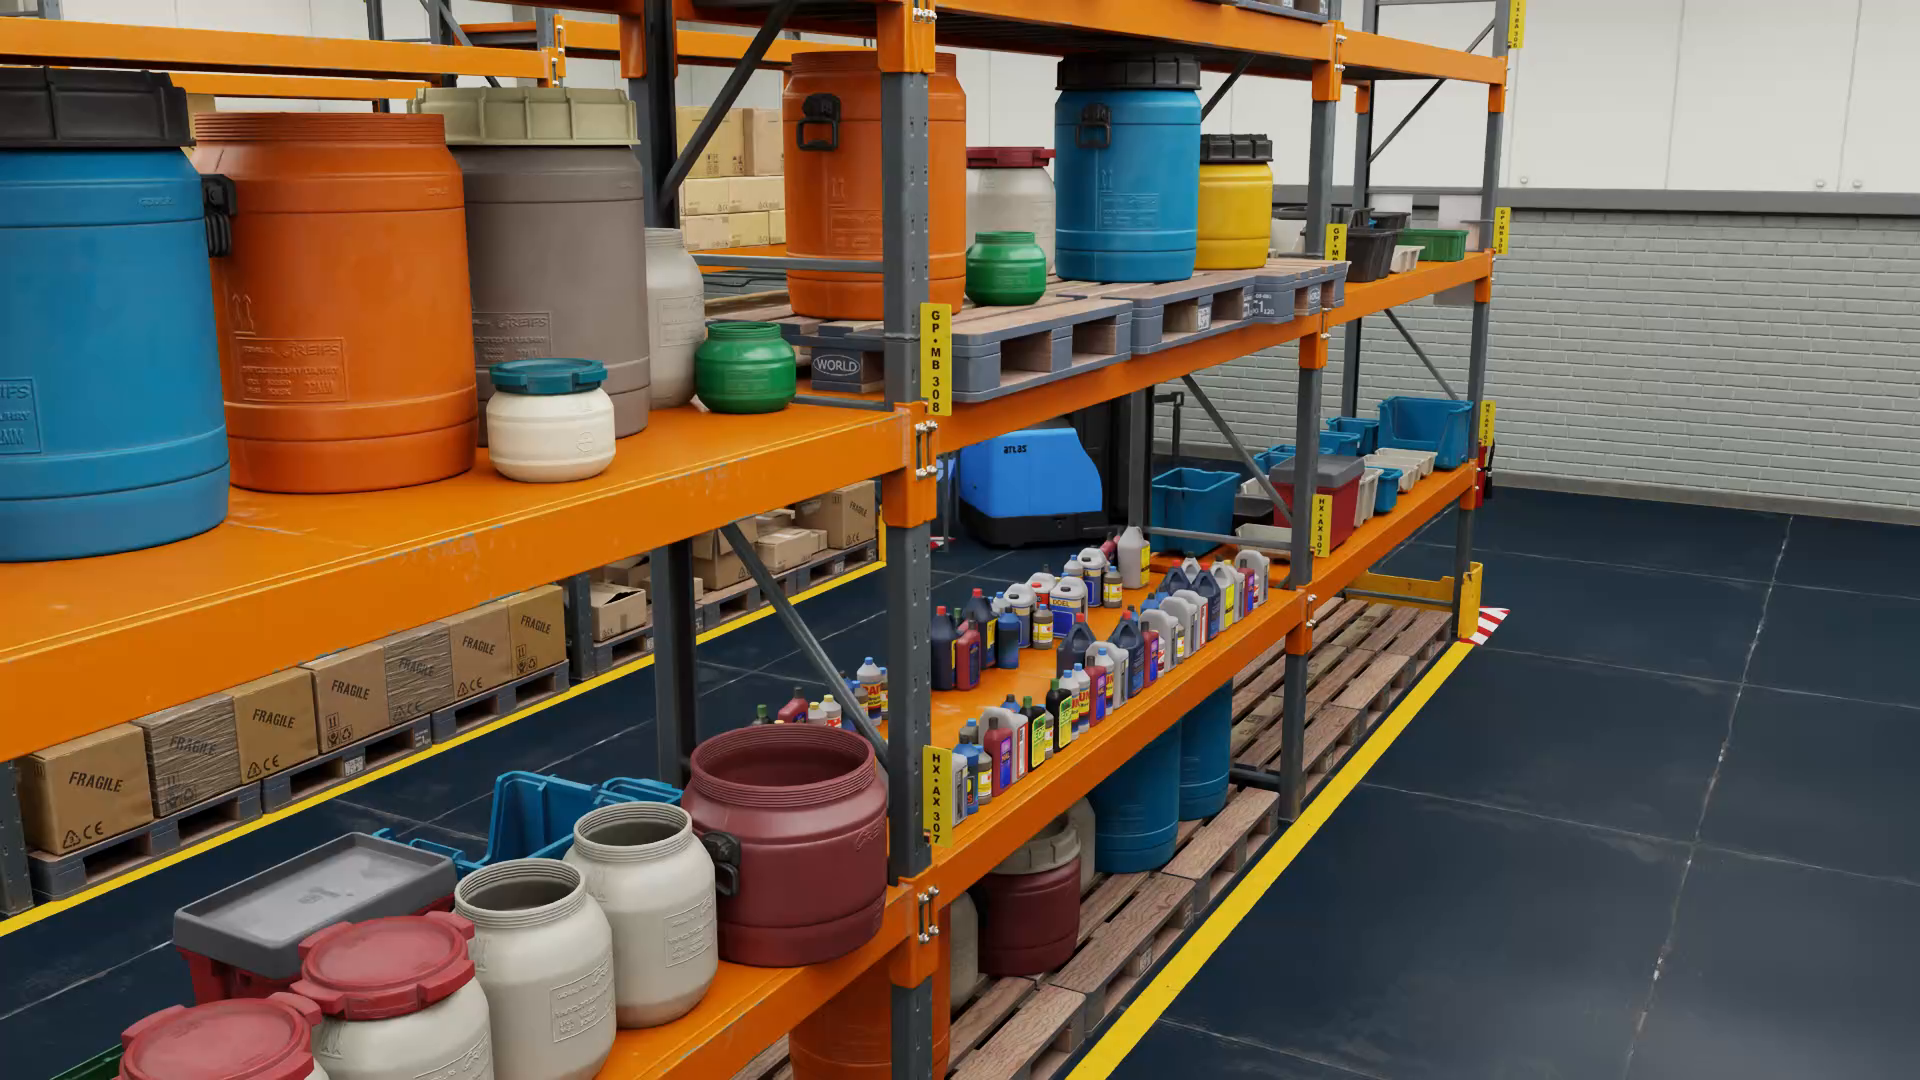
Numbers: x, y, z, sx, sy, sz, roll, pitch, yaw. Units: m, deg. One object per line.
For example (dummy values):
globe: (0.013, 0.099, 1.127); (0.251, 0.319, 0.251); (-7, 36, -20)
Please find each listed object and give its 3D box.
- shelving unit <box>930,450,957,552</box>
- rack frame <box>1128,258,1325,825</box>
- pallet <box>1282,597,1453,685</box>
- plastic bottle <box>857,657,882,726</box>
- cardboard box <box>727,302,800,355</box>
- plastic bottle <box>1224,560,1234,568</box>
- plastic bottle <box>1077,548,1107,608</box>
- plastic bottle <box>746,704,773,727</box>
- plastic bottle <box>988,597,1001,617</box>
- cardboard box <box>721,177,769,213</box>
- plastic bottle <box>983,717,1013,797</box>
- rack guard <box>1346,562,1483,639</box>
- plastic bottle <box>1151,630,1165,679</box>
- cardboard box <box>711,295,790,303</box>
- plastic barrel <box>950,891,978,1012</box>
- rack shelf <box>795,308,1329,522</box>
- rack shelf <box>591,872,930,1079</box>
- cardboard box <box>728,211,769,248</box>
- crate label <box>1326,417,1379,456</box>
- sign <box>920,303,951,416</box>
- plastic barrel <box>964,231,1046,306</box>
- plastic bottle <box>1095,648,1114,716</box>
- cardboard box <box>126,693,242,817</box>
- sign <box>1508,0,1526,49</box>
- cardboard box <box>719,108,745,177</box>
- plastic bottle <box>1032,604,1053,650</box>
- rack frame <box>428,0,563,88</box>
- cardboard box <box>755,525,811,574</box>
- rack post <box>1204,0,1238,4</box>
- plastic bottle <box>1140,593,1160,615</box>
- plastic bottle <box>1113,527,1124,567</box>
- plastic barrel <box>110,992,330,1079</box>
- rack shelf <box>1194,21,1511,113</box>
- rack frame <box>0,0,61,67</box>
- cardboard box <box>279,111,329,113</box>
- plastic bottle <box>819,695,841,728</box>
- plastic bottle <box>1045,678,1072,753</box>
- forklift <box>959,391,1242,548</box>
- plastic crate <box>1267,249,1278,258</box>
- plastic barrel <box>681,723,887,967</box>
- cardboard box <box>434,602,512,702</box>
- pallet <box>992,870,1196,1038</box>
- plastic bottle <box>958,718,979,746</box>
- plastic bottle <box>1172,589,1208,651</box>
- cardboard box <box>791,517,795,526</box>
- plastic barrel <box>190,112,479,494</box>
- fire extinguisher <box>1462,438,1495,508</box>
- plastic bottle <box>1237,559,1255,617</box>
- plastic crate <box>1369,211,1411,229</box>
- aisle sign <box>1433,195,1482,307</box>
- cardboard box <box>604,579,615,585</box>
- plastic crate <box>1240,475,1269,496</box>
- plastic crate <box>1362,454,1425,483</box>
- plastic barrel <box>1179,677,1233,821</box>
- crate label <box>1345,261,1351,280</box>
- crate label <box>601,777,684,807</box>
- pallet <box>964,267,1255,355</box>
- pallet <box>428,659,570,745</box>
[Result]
shelving unit: (-0.323, -0.746, 15.142); (0.538, 1.500, 1.048); (1, 14, 3)
rack frame: (1.378, -0.001, 8.855); (1.000, 3.000, 0.127); (7, 15, 28)
pallet: (2.879, 0.698, 11.902); (1.003, 0.211, 1.213); (7, 15, 28)
plastic bottle: (-0.362, 0.602, 6.628); (0.097, 0.271, 0.097); (0, 14, 0)
cardboard box: (-1.487, -1.585, 13.080); (0.500, 0.500, 0.500); (8, 16, 30)
plastic bottle: (1.353, 0.202, 8.434); (0.097, 0.201, 0.097); (0, 14, 0)
plastic bottle: (0.644, 0.186, 8.344); (0.152, 0.276, 0.135); (7, 15, 28)
plastic bottle: (-0.733, 0.745, 6.010); (0.061, 0.283, 0.133); (7, 15, 28)
plastic bottle: (0.134, 0.391, 7.501); (0.097, 0.271, 0.097); (0, 14, 0)
cardboard box: (-1.770, -2.570, 12.363); (0.500, 0.250, 0.500); (7, 15, 28)
plastic bottle: (0.136, 0.762, 5.939); (0.061, 0.283, 0.133); (7, 15, 28)
rack guard: (3.312, 0.387, 12.579); (1.175, 0.500, 0.348); (7, 15, 28)
plastic bottle: (0.841, 0.493, 7.228); (0.097, 0.201, 0.097); (0, 14, 0)
cardboard box: (-1.714, -1.749, 13.759); (0.500, 0.500, 0.500); (8, 15, 29)
plastic barrel: (-0.139, 1.596, 6.640); (0.421, 0.512, 0.421); (0, 14, 0)
rack shelf: (0.412, -0.699, 6.886); (1.077, 0.370, 4.000); (7, 15, 28)
rack shelf: (-1.522, 1.579, 3.833); (1.077, 0.370, 4.000); (7, 15, 28)
cardboard box: (-1.777, -2.328, 12.425); (0.500, 0.250, 0.500); (7, 15, 28)
crate label: (2.905, -0.756, 12.216); (0.416, 0.233, 0.303); (7, 15, 28)
sign: (-0.070, -0.527, 4.859); (0.100, 0.325, 0.005); (7, 15, 28)
plastic barrel: (0.158, -0.959, 5.862); (0.294, 0.245, 0.294); (0, 14, 0)
plastic bottle: (0.575, 0.572, 6.751); (0.097, 0.271, 0.097); (0, 14, 0)
cardboard box: (-4.171, 1.090, 8.725); (0.500, 0.500, 0.500); (7, 15, 26)
sign: (3.802, -3.523, 11.349); (0.100, 0.325, 0.005); (7, 15, 28)
cardboard box: (-2.043, -2.970, 12.422); (0.700, 0.500, 0.500); (7, 15, 28)
plastic bottle: (0.380, 0.395, 7.636); (0.097, 0.201, 0.097); (0, 14, 0)
rack frame: (-2.956, -3.480, 10.483); (1.000, 3.000, 0.127); (7, 15, 28)
cardboard box: (-1.555, 0.070, 13.488); (0.500, 0.250, 0.500); (7, 15, 28)
rack post: (0.511, -2.245, 6.428); (0.937, 0.300, 0.954); (9, 16, 34)
plastic bottle: (0.867, 0.374, 7.571); (0.097, 0.271, 0.097); (0, 14, 0)
plastic bottle: (0.828, 0.082, 8.757); (0.061, 0.283, 0.133); (7, 15, 28)
plastic barrel: (-1.480, 1.252, 3.367); (0.433, 0.535, 0.433); (0, 14, 0)
rack shelf: (2.345, -2.784, 9.985); (1.077, 0.370, 4.000); (7, 15, 28)
rack frame: (-7.294, -4.040, 12.808); (1.000, 3.000, 0.127); (7, 15, 28)
cardboard box: (-5.972, -3.557, 14.813); (0.500, 0.500, 0.500); (7, 15, 26)
plastic bottle: (-0.503, 0.696, 6.388); (0.097, 0.201, 0.097); (0, 14, 0)
plastic bottle: (0.377, 0.659, 6.364); (0.061, 0.283, 0.133); (7, 15, 28)
forklift: (1.564, -1.533, 15.355); (3.031, 2.935, 1.130); (-4, 14, -17)
plastic crate: (1.660, -1.635, 9.796); (0.293, 0.136, 0.466); (7, 15, 28)
plastic barrel: (-0.514, 0.883, 4.898); (0.600, 0.536, 0.708); (7, 15, 28)
cardboard box: (-3.190, 0.672, 10.456); (0.500, 0.500, 0.500); (7, 15, 28)
pallet: (0.380, 1.759, 7.503); (1.003, 0.211, 1.213); (7, 15, 28)
plastic bottle: (0.042, 0.759, 6.127); (0.097, 0.201, 0.097); (0, 14, 0)
plastic bottle: (1.050, 0.355, 7.642); (0.152, 0.276, 0.135); (7, 15, 28)
cardboard box: (-1.646, -0.122, 14.463); (0.380, 0.166, 0.250); (7, 15, 28)
plastic barrel: (-1.458, -0.570, 3.896); (0.600, 0.830, 0.708); (7, 15, 28)
fire extinguisher: (3.783, -0.583, 12.227); (0.296, 0.674, 0.183); (7, 15, 28)
plastic bottle: (1.399, 0.226, 8.163); (0.061, 0.283, 0.133); (7, 15, 28)
plastic crate: (2.882, -2.169, 11.726); (0.497, 0.269, 0.590); (7, 15, 28)
aisle sign: (3.603, -2.067, 11.878); (0.394, 0.787, 0.004); (7, 15, 28)
cardboard box: (-2.800, 0.376, 12.434); (0.380, 0.149, 0.250); (7, 15, 28)
plastic crate: (1.957, -0.294, 10.502); (0.293, 0.136, 0.466); (7, 15, 28)
plastic crate: (2.924, -0.477, 11.264); (0.396, 0.136, 0.243); (7, 15, 28)
plastic barrel: (1.101, 0.924, 8.597); (0.600, 0.901, 0.708); (7, 15, 28)
crate label: (1.868, -1.399, 8.815); (0.293, 0.136, 0.466); (7, 15, 28)
crate label: (-1.087, 0.945, 5.288); (0.303, 0.233, 0.416); (7, 15, 28)
pallet: (0.539, -0.963, 6.846); (1.003, 0.211, 1.213); (7, 15, 28)
pallet: (-3.316, 0.964, 10.803); (1.003, 0.211, 1.213); (7, 15, 28)
